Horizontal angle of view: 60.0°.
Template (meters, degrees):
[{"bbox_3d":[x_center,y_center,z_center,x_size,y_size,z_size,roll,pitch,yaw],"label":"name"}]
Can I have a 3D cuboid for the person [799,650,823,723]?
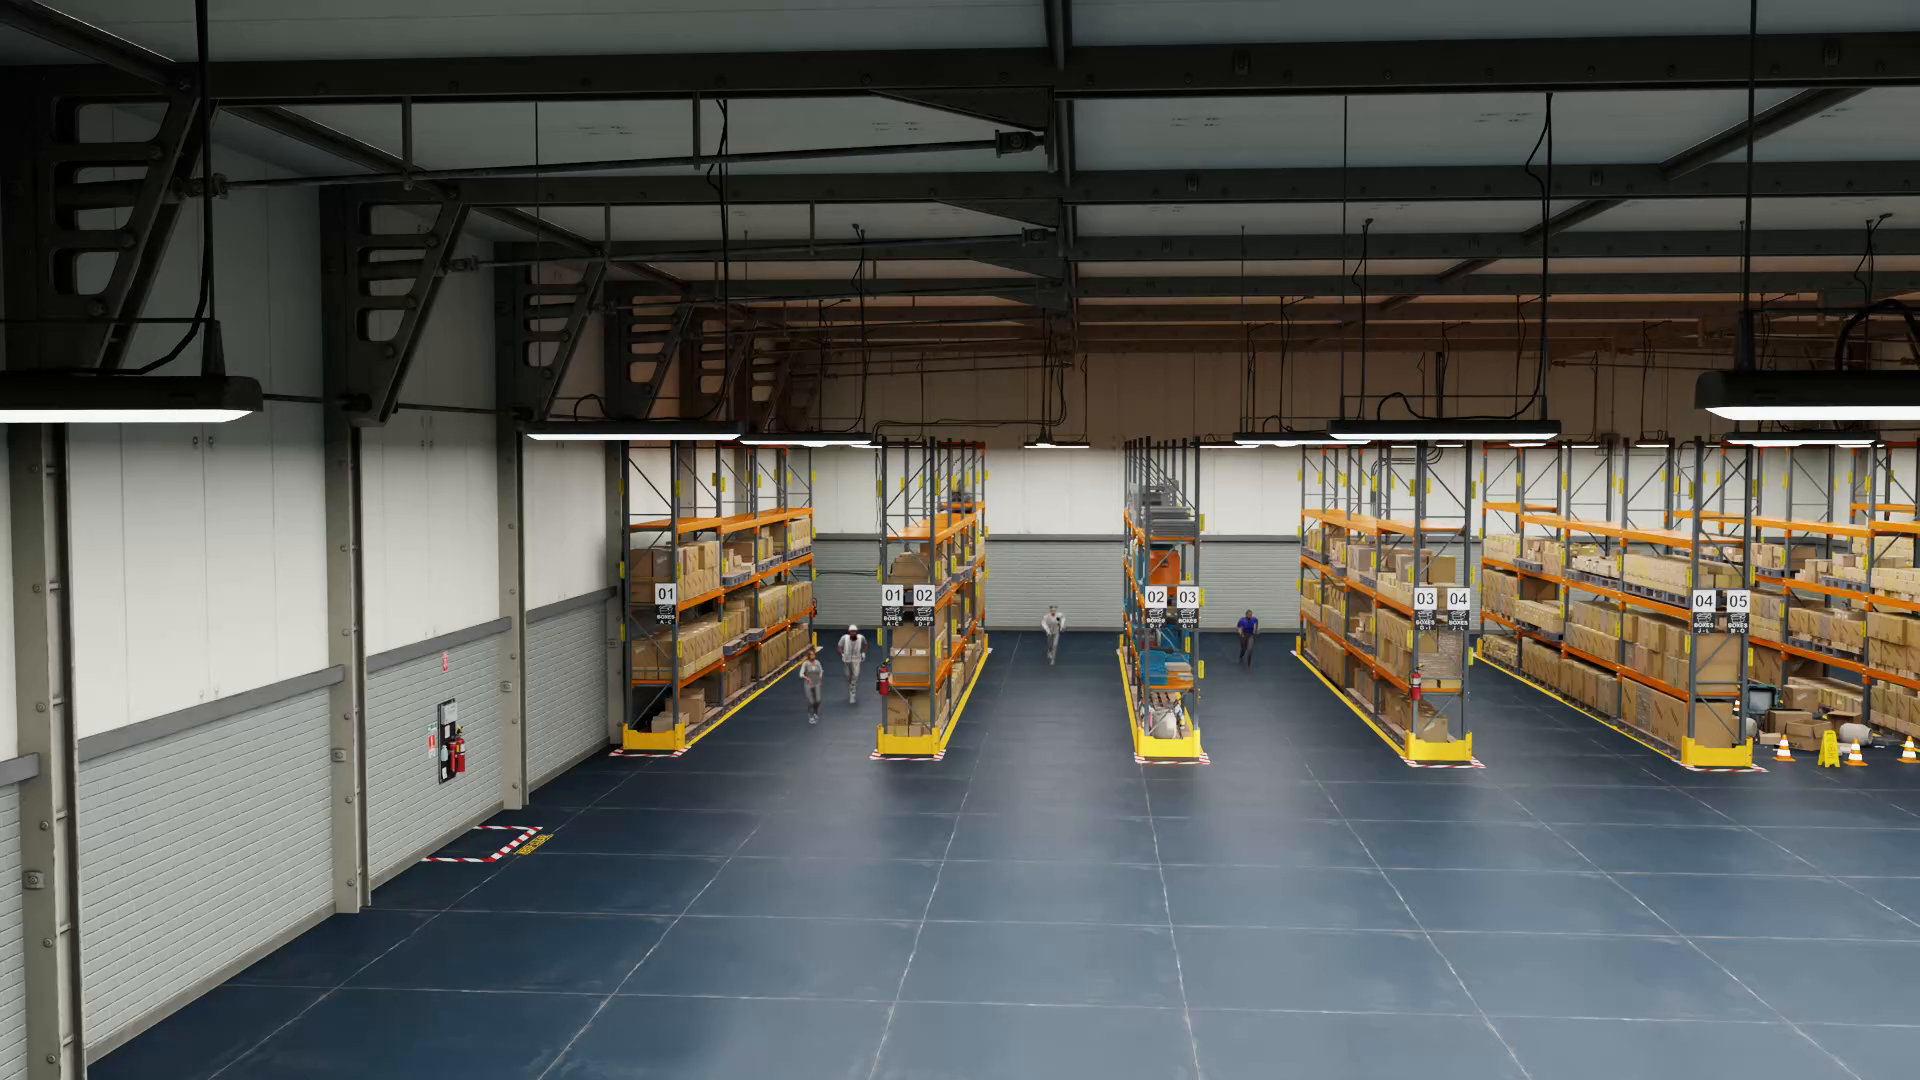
[{"bbox_3d":[-3.090,3.069,34.772,0.532,1.558,0.575,-1,3,-17],"label":"person"}]

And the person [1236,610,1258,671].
[{"bbox_3d":[7.545,2.617,43.861,0.601,1.600,0.955,0,3,-7],"label":"person"}]

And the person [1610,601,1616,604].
[{"bbox_3d":[17.157,2.509,43.701,0.630,1.811,0.827,0,3,-8],"label":"person"}]

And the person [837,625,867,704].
[{"bbox_3d":[-2.472,2.808,38.174,0.681,1.770,1.126,0,3,-2],"label":"person"}]

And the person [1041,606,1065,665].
[{"bbox_3d":[2.501,2.545,44.927,0.647,1.624,0.962,0,3,-6],"label":"person"}]
